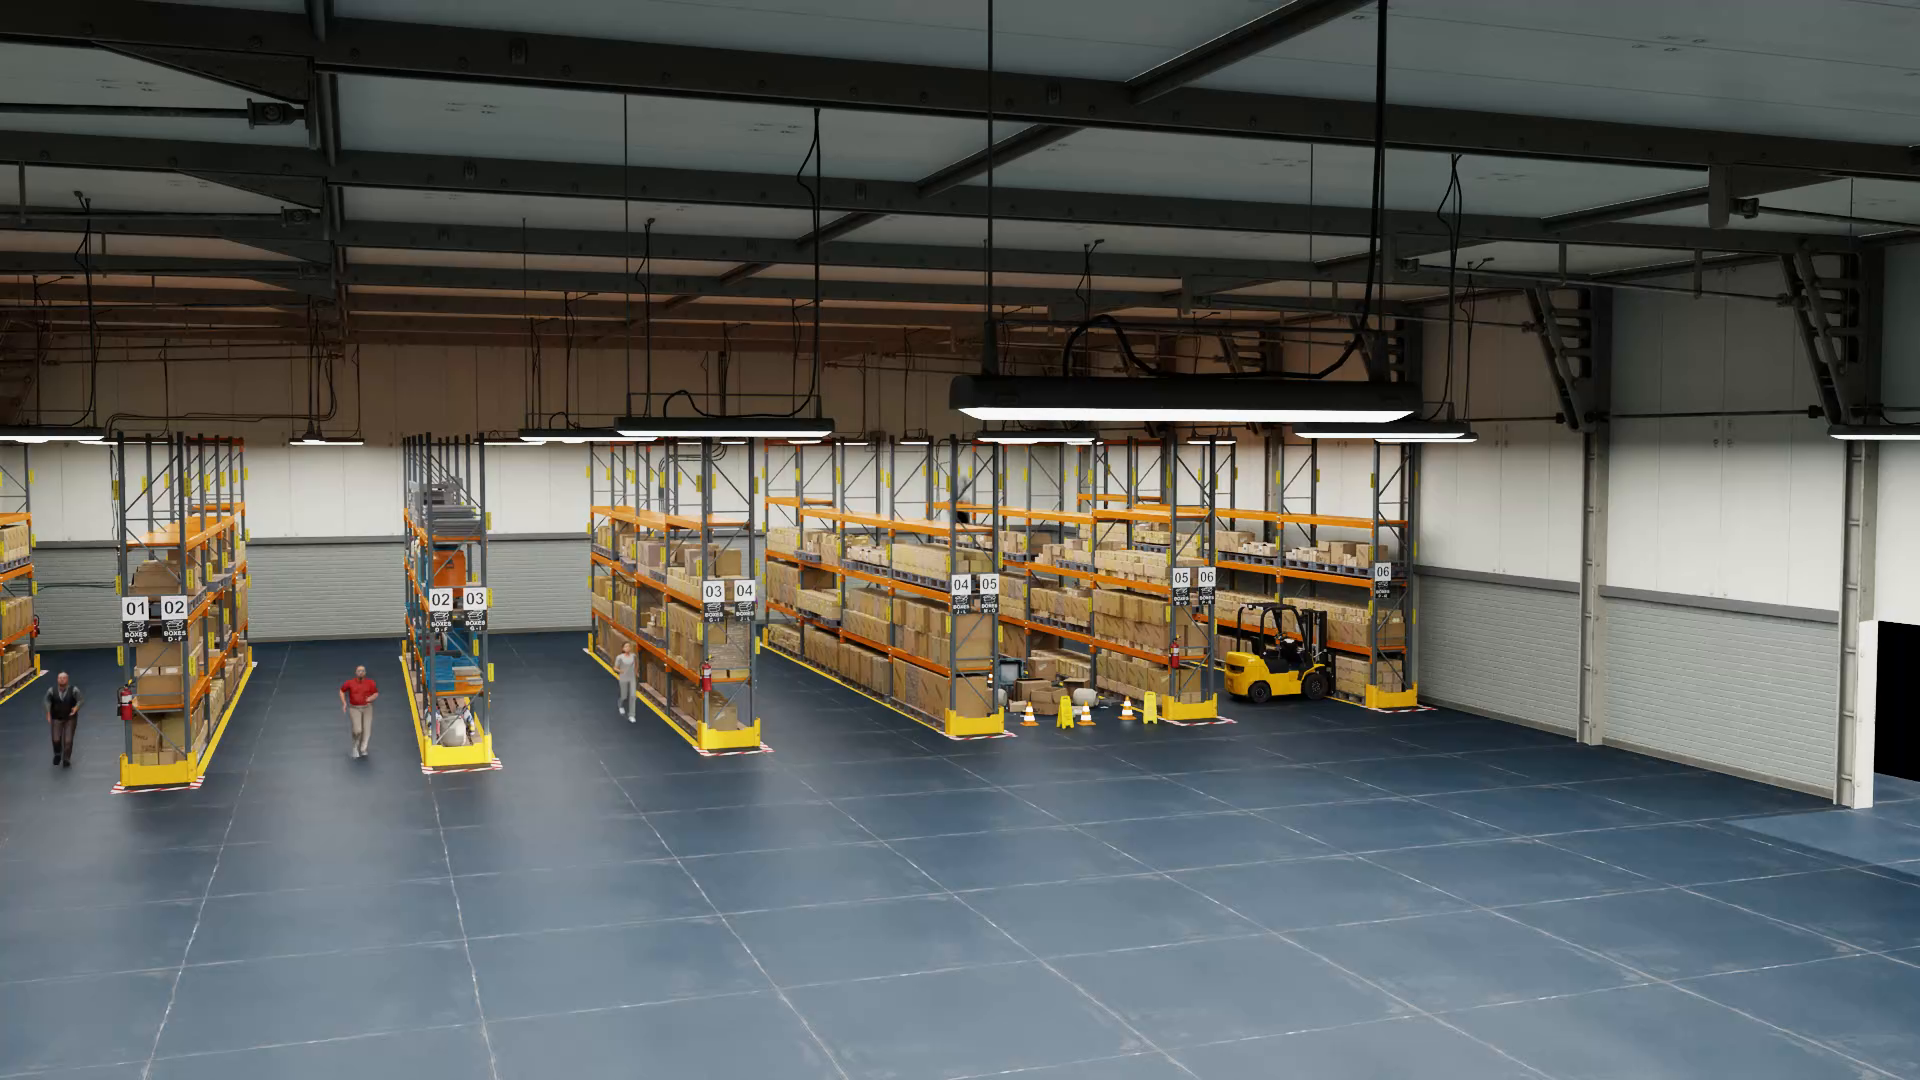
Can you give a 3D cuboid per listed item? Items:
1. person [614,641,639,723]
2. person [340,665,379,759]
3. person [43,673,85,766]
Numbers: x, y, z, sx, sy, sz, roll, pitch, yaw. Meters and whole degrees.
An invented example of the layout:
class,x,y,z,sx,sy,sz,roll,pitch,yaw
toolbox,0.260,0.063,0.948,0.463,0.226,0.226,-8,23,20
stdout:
class,x,y,z,sx,sy,sz,roll,pitch,yaw
person,-6.975,2.950,34.866,0.568,1.664,0.934,-2,4,-27
person,-11.022,3.173,30.603,0.646,1.719,0.677,-2,4,-31
person,-16.030,3.222,29.756,0.667,1.688,0.601,-2,4,-27
